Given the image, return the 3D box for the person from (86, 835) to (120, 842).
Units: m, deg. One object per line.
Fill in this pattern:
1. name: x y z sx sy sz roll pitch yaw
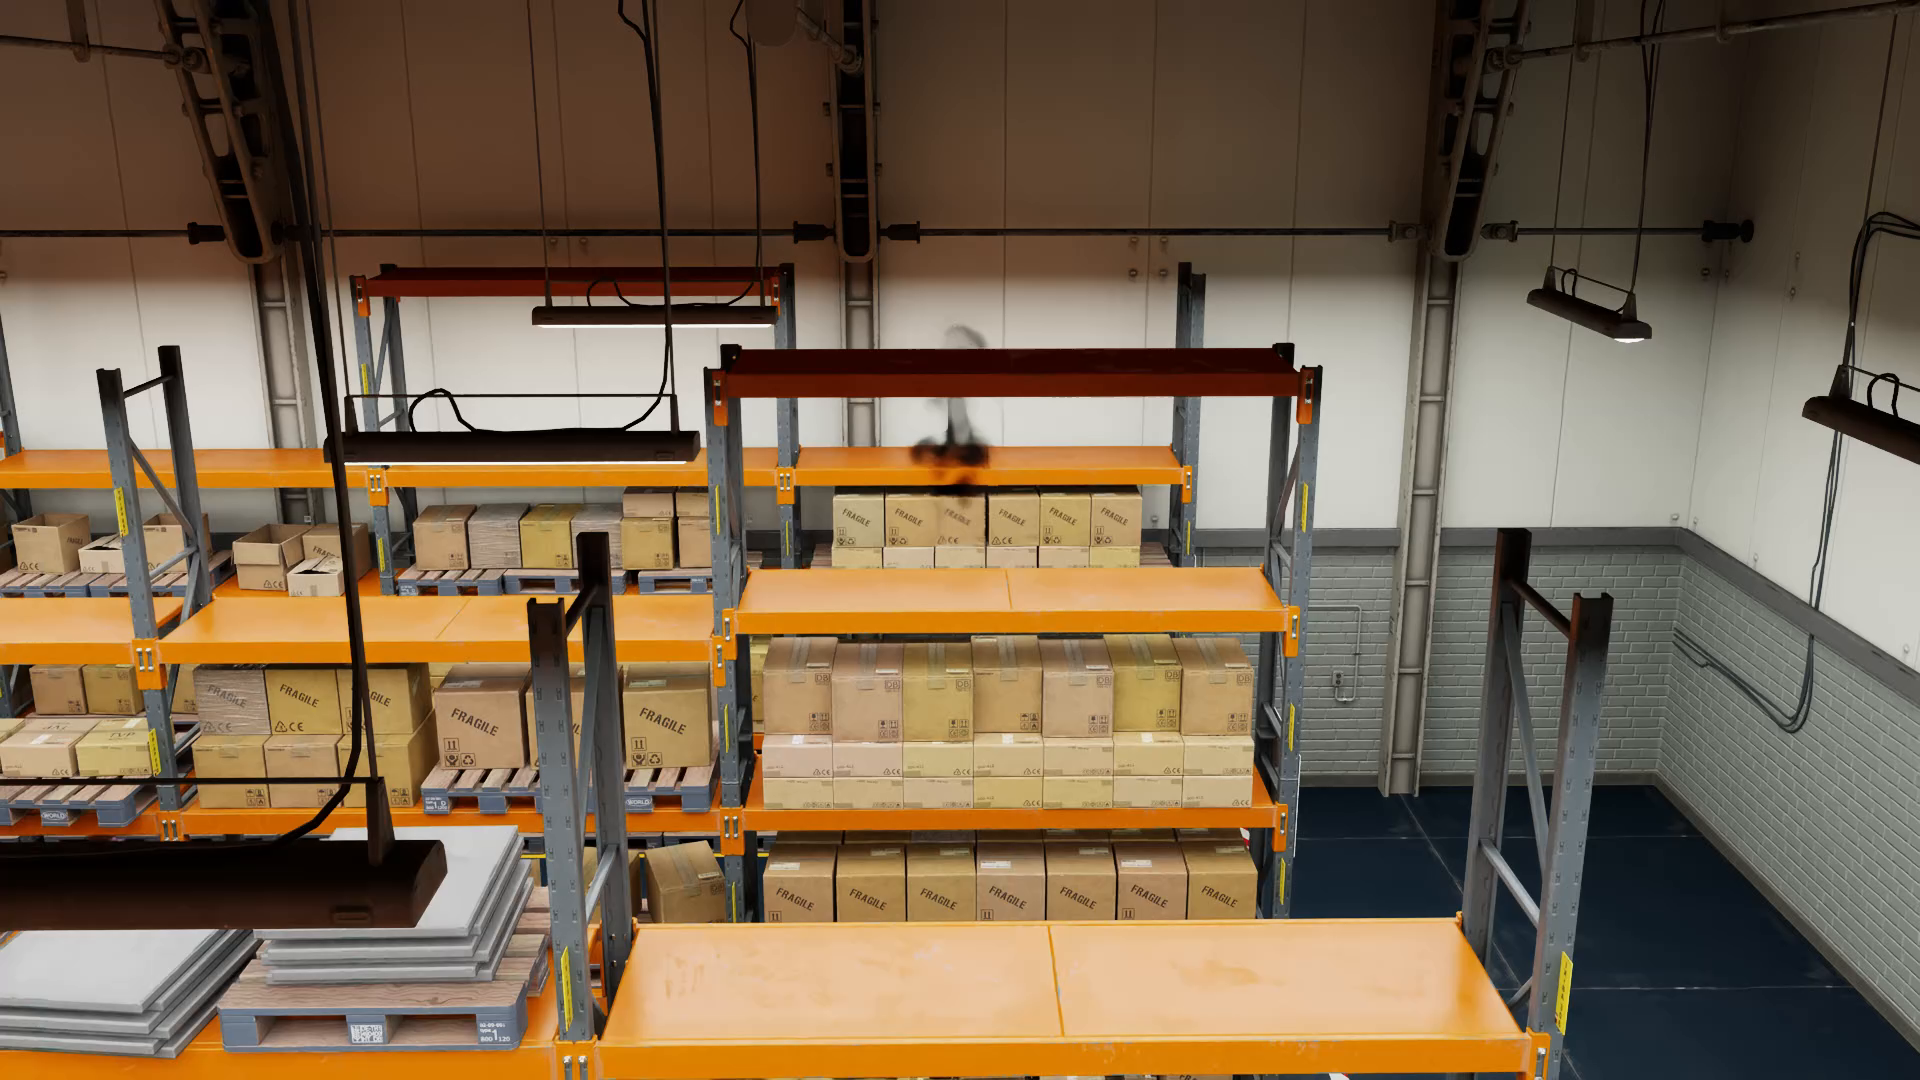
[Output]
1. person: -7.555 3.197 14.789 0.627 1.554 0.515 -4 17 -13
